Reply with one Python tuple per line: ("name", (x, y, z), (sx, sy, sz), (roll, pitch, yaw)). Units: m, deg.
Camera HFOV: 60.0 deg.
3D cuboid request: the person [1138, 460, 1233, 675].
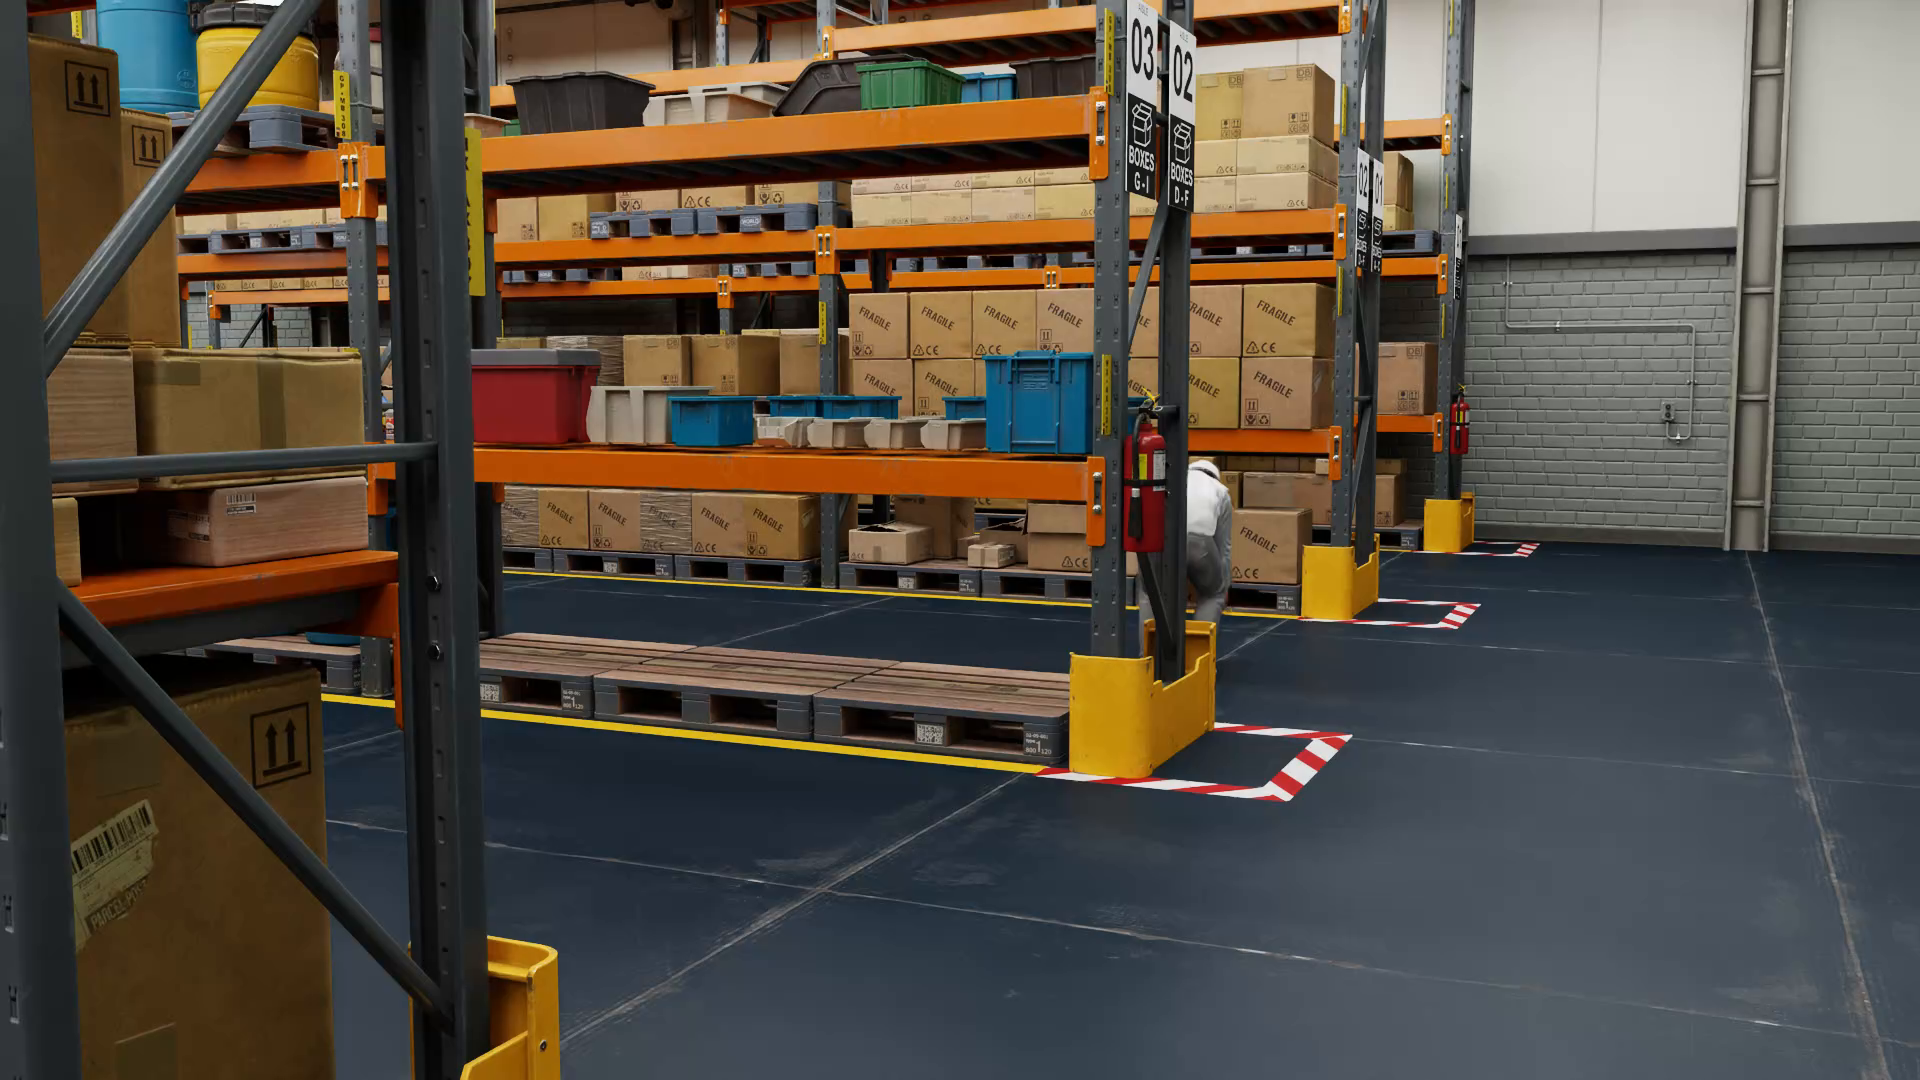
("person", (1.290, 0.152, 9.433), (0.492, 1.178, 0.985), (2, 6, 21))
